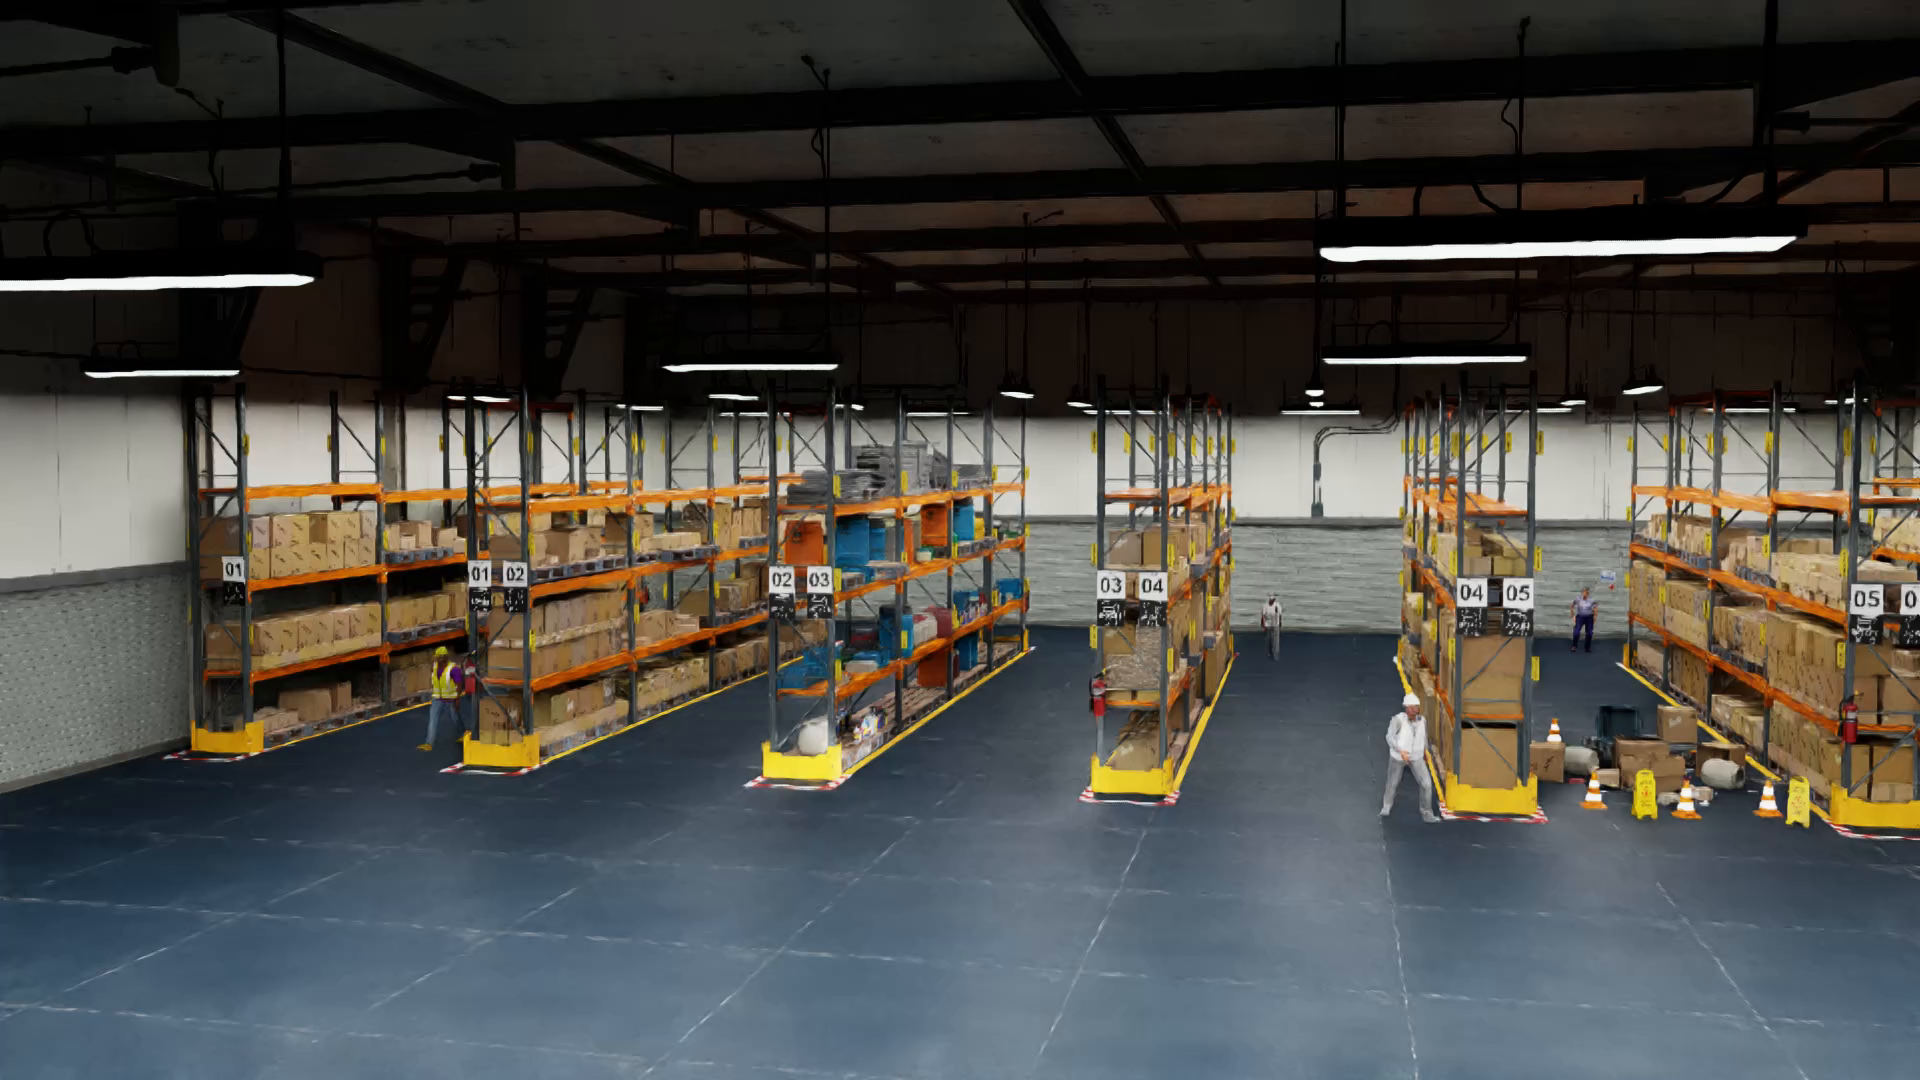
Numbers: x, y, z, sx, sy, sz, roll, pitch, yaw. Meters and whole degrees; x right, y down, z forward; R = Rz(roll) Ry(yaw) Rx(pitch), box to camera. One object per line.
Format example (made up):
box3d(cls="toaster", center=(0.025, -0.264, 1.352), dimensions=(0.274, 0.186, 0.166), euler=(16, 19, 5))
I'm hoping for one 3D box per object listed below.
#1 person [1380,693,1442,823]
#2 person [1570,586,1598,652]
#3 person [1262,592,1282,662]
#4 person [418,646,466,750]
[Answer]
box3d(cls="person", center=(5.972, 2.873, 22.169), dimensions=(0.682, 1.713, 0.844), euler=(0, 3, -5))
box3d(cls="person", center=(15.109, 1.910, 40.286), dimensions=(0.625, 1.596, 0.517), euler=(1, 3, 11))
box3d(cls="person", center=(7.223, 1.988, 38.535), dimensions=(0.456, 1.589, 1.088), euler=(1, 3, 15))
box3d(cls="person", center=(-8.486, 2.580, 27.400), dimensions=(0.575, 1.689, 1.128), euler=(1, 3, 10))
